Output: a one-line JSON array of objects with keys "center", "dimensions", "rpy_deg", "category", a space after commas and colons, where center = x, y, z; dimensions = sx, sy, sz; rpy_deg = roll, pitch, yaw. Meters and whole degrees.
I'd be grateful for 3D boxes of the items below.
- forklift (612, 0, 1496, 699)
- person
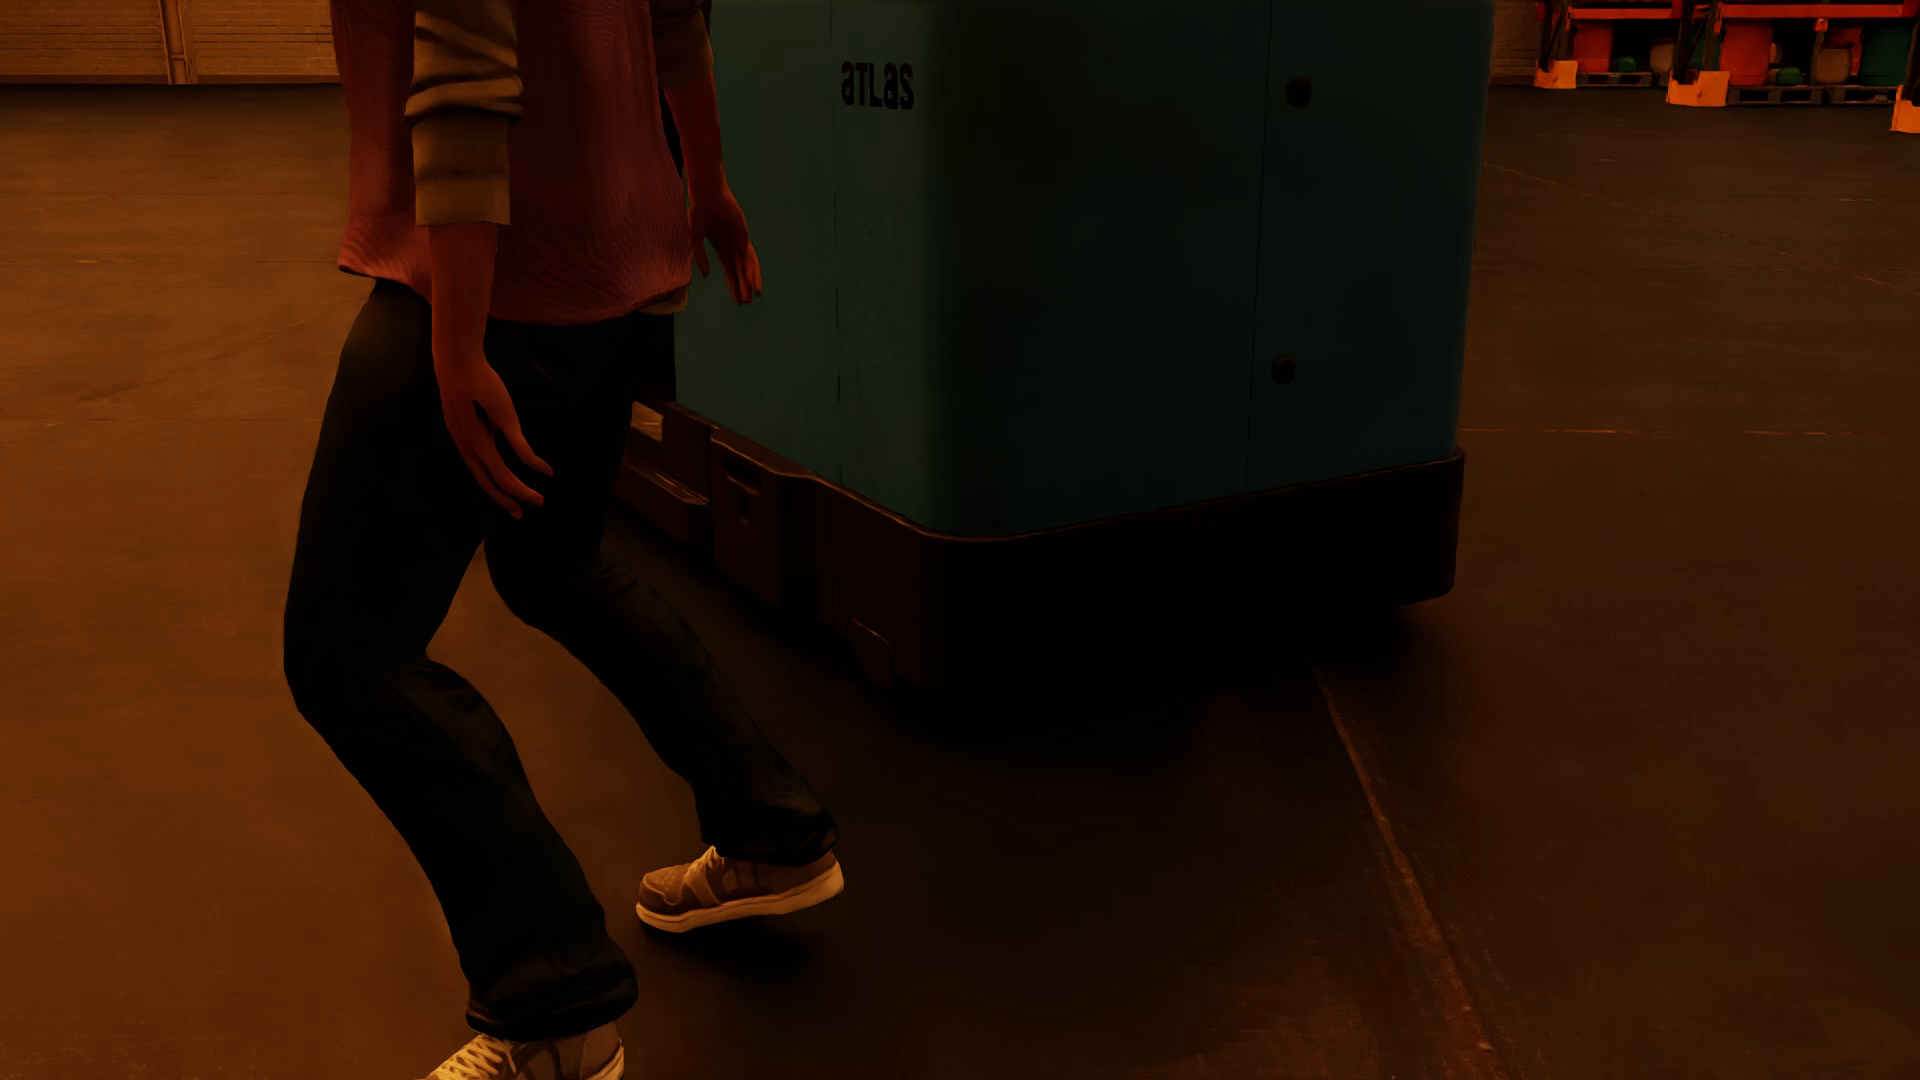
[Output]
[{"center": [-0.330, -1.555, 3.437], "dimensions": [1.130, 2.935, 3.031], "rpy_deg": [-10, 20, -29], "category": "forklift"}, {"center": [-0.355, -0.248, 1.594], "dimensions": [0.410, 1.532, 0.734], "rpy_deg": [4, 18, 13], "category": "person"}]
